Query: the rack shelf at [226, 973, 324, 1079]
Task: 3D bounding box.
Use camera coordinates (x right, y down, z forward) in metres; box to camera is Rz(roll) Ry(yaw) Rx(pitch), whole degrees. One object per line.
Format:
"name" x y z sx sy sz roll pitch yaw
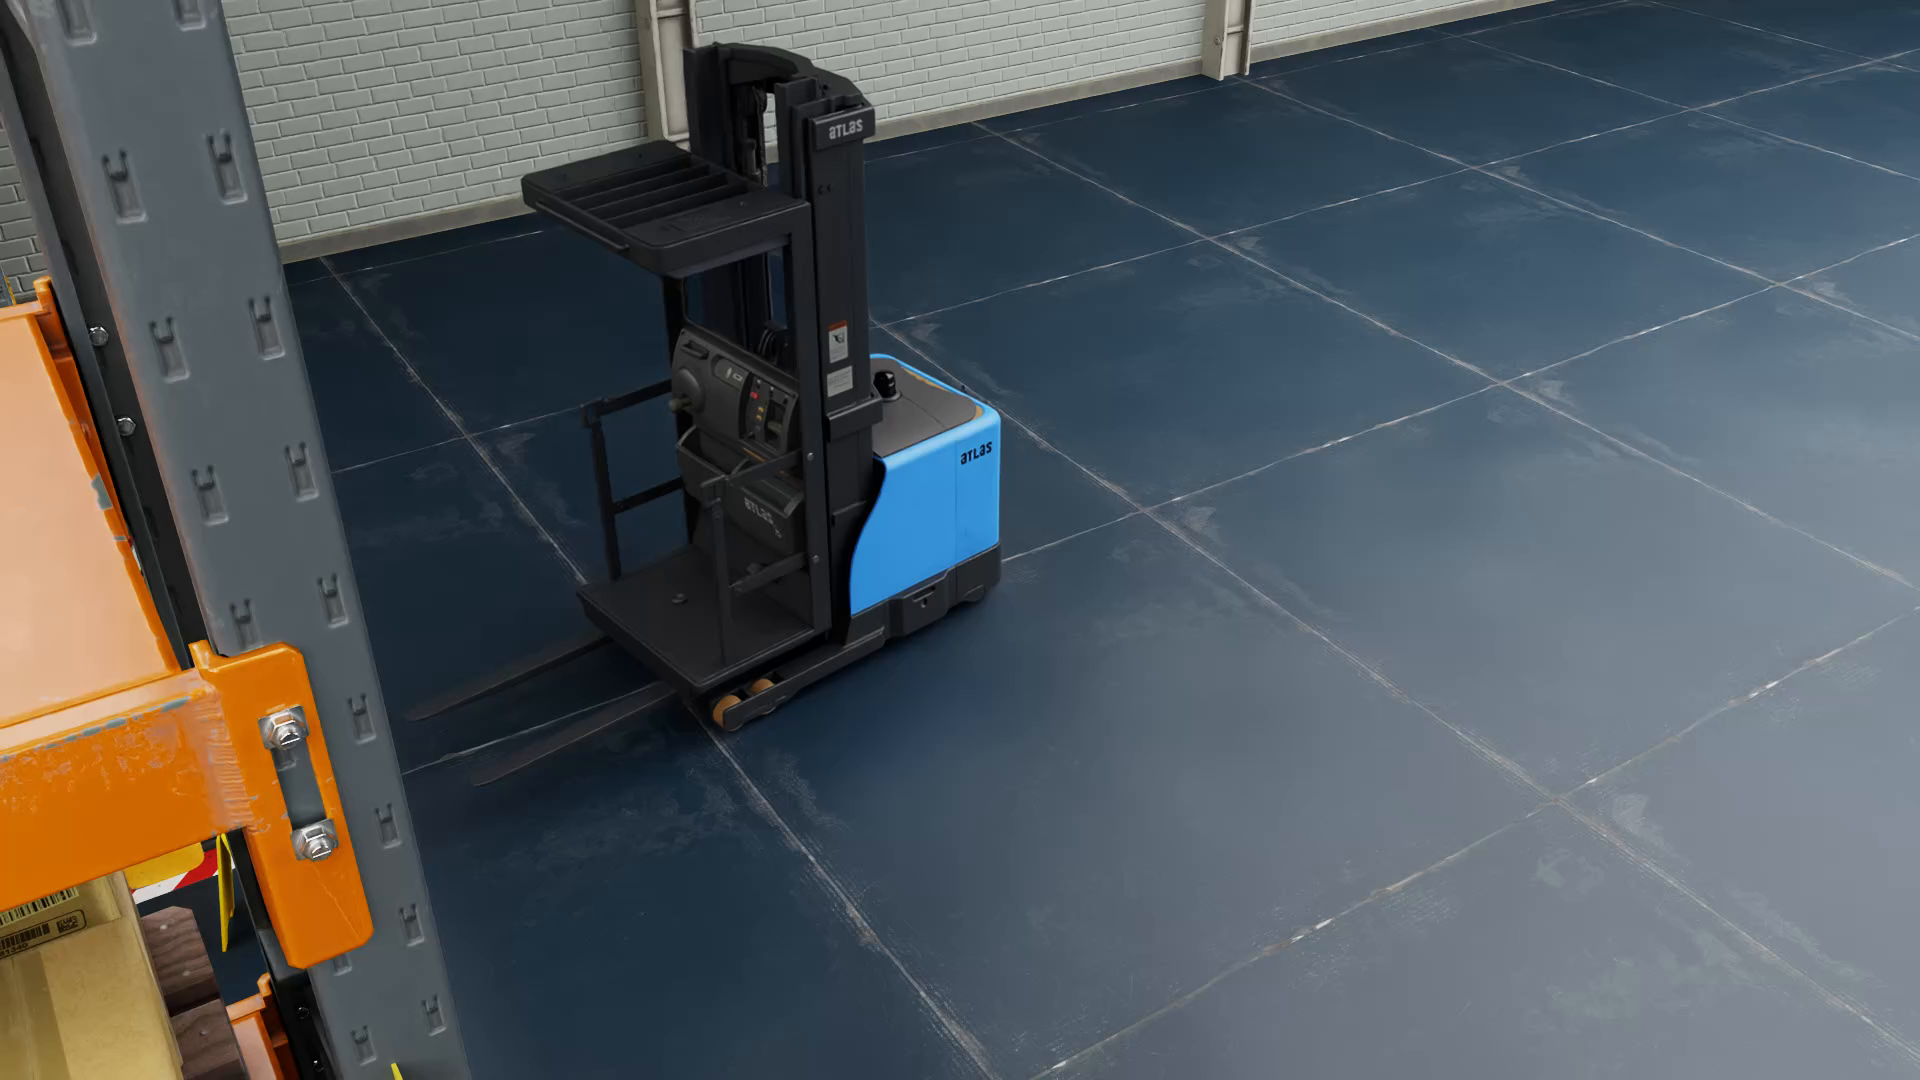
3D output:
"rack shelf" -2.551 1.698 1.732 4.000 0.370 1.077 -19 37 -27

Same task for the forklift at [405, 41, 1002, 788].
"forklift" -1.213 -0.645 7.647 3.031 2.935 1.130 -26 40 -34

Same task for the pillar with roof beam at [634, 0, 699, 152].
"pillar with roof beam" -0.028 -4.876 8.666 0.400 9.000 9.100 -19 37 -27

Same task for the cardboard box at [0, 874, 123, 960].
"cardboard box" -1.415 0.557 2.240 0.500 0.250 0.500 -19 37 -27

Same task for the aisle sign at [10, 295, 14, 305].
"aisle sign" -3.428 -1.094 5.858 0.004 0.787 0.394 -19 37 -27

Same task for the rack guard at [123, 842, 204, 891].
"rack guard" -3.701 0.972 7.361 0.348 0.500 1.175 -19 37 -27

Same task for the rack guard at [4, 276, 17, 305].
"rack guard" -6.310 -1.281 10.934 0.348 0.500 1.175 -19 37 -27

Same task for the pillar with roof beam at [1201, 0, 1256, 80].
"pillar with roof beam" 5.015 -6.610 11.416 0.400 9.000 9.100 -19 37 -27

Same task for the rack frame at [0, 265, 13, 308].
"rack frame" -3.637 -0.107 6.729 0.127 3.000 1.000 -19 37 -27

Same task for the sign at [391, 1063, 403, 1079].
"sign" -0.588 0.721 1.849 0.005 0.325 0.100 -19 37 -27

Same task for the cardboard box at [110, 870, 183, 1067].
"cardboard box" -1.332 0.657 2.456 0.250 0.149 0.380 -19 37 -27

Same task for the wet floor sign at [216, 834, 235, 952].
"wet floor sign" -2.898 1.314 6.684 0.232 0.644 0.267 -7 33 -11

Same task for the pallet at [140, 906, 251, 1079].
"pallet" -1.488 1.072 2.133 1.213 0.211 1.003 -19 37 -27

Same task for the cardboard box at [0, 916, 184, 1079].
"cardboard box" -0.970 0.614 1.776 0.250 0.149 0.380 -19 37 -27

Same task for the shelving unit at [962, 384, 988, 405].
"shelving unit" -0.005 -0.380 9.129 0.210 0.900 0.258 -20 37 -29

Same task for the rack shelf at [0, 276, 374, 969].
"rack shelf" -2.551 0.598 1.038 4.000 0.370 1.077 -19 37 -27

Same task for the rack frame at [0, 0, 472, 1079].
"rack frame" -0.870 -0.454 1.656 0.127 3.000 1.000 -19 37 -27

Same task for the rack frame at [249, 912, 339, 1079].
"rack frame" -0.870 2.084 3.257 0.127 3.000 1.000 -19 37 -27

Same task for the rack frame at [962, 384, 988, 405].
"rack frame" 0.079 -0.410 9.178 0.006 0.900 0.240 -20 37 -29

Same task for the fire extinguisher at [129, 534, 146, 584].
"fire extinguisher" -3.291 0.100 6.475 0.183 0.674 0.296 -19 37 -27
